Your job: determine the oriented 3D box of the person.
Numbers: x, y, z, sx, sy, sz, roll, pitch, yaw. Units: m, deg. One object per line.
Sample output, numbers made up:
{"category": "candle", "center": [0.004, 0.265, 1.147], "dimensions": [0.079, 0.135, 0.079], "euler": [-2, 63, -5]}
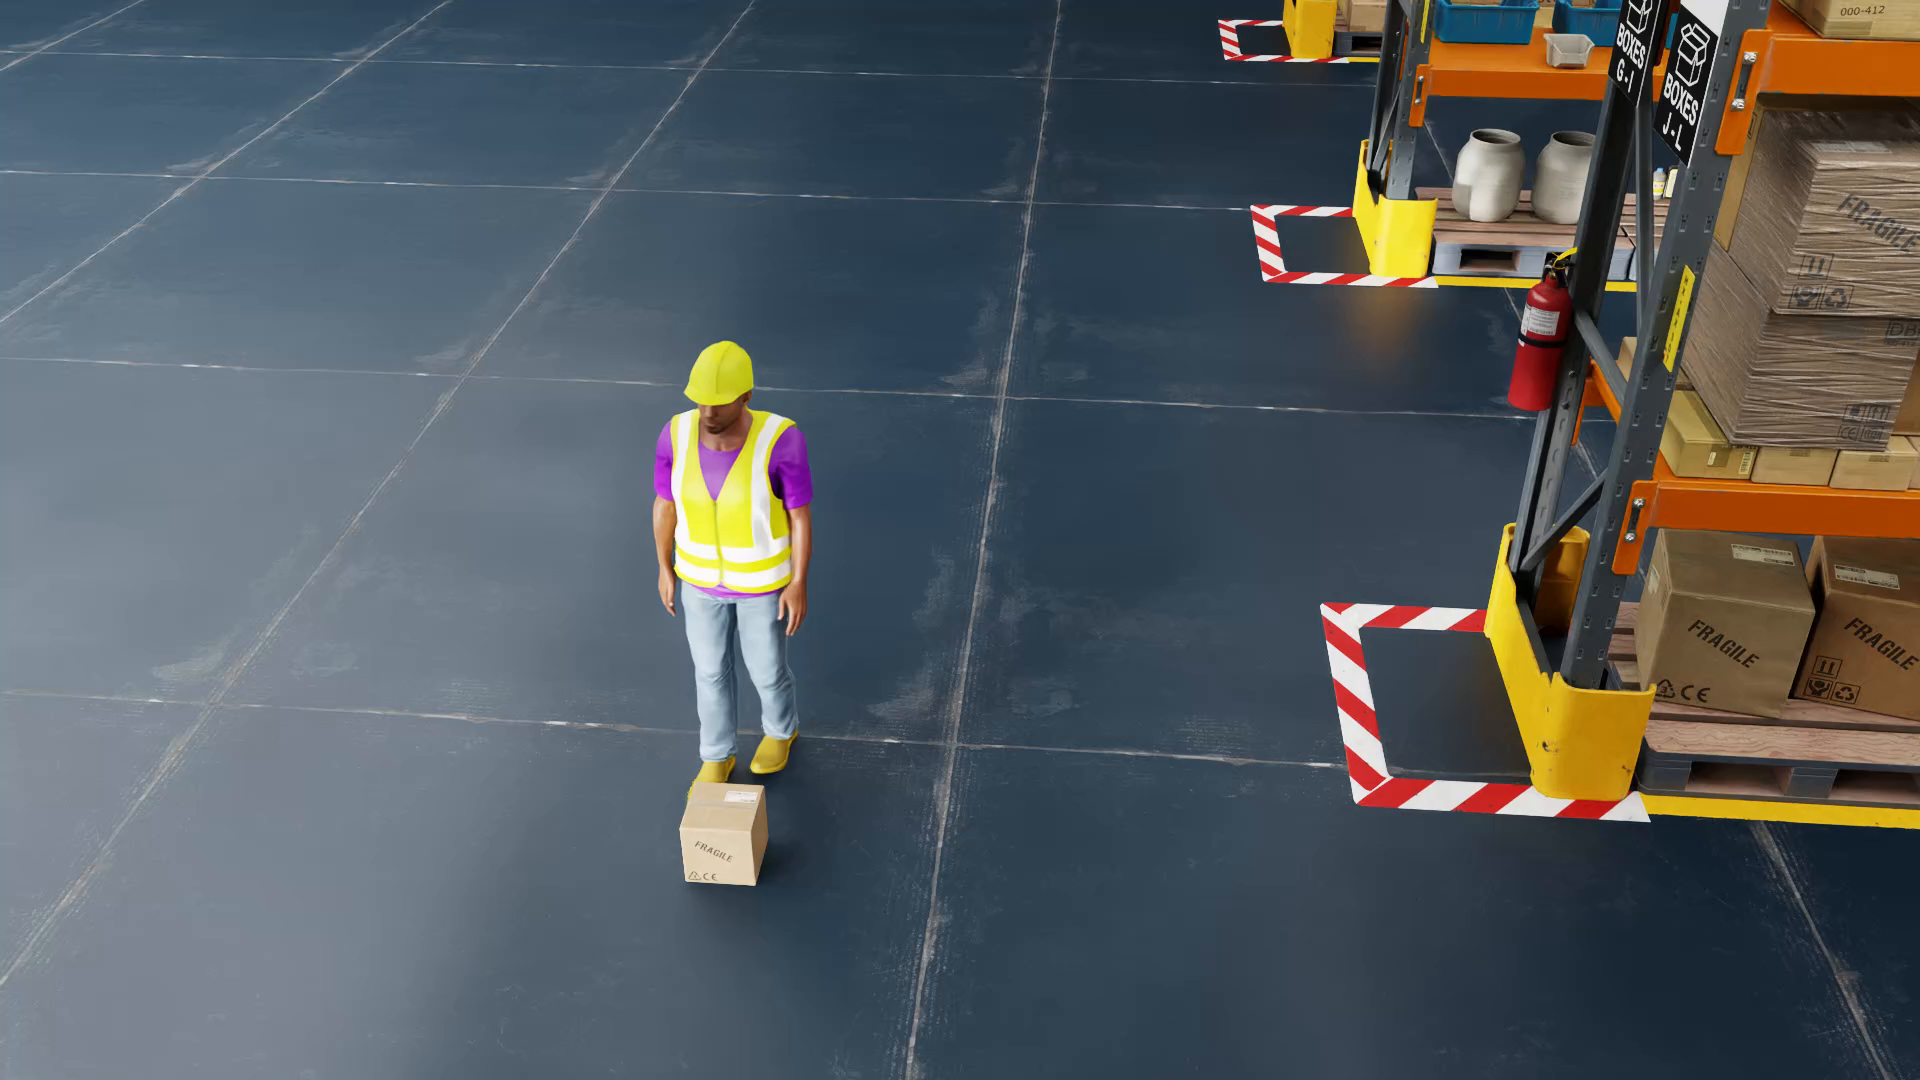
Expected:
{"category": "person", "center": [-0.807, 0.132, 5.887], "dimensions": [0.586, 1.780, 0.509], "euler": [6, 32, 10]}
